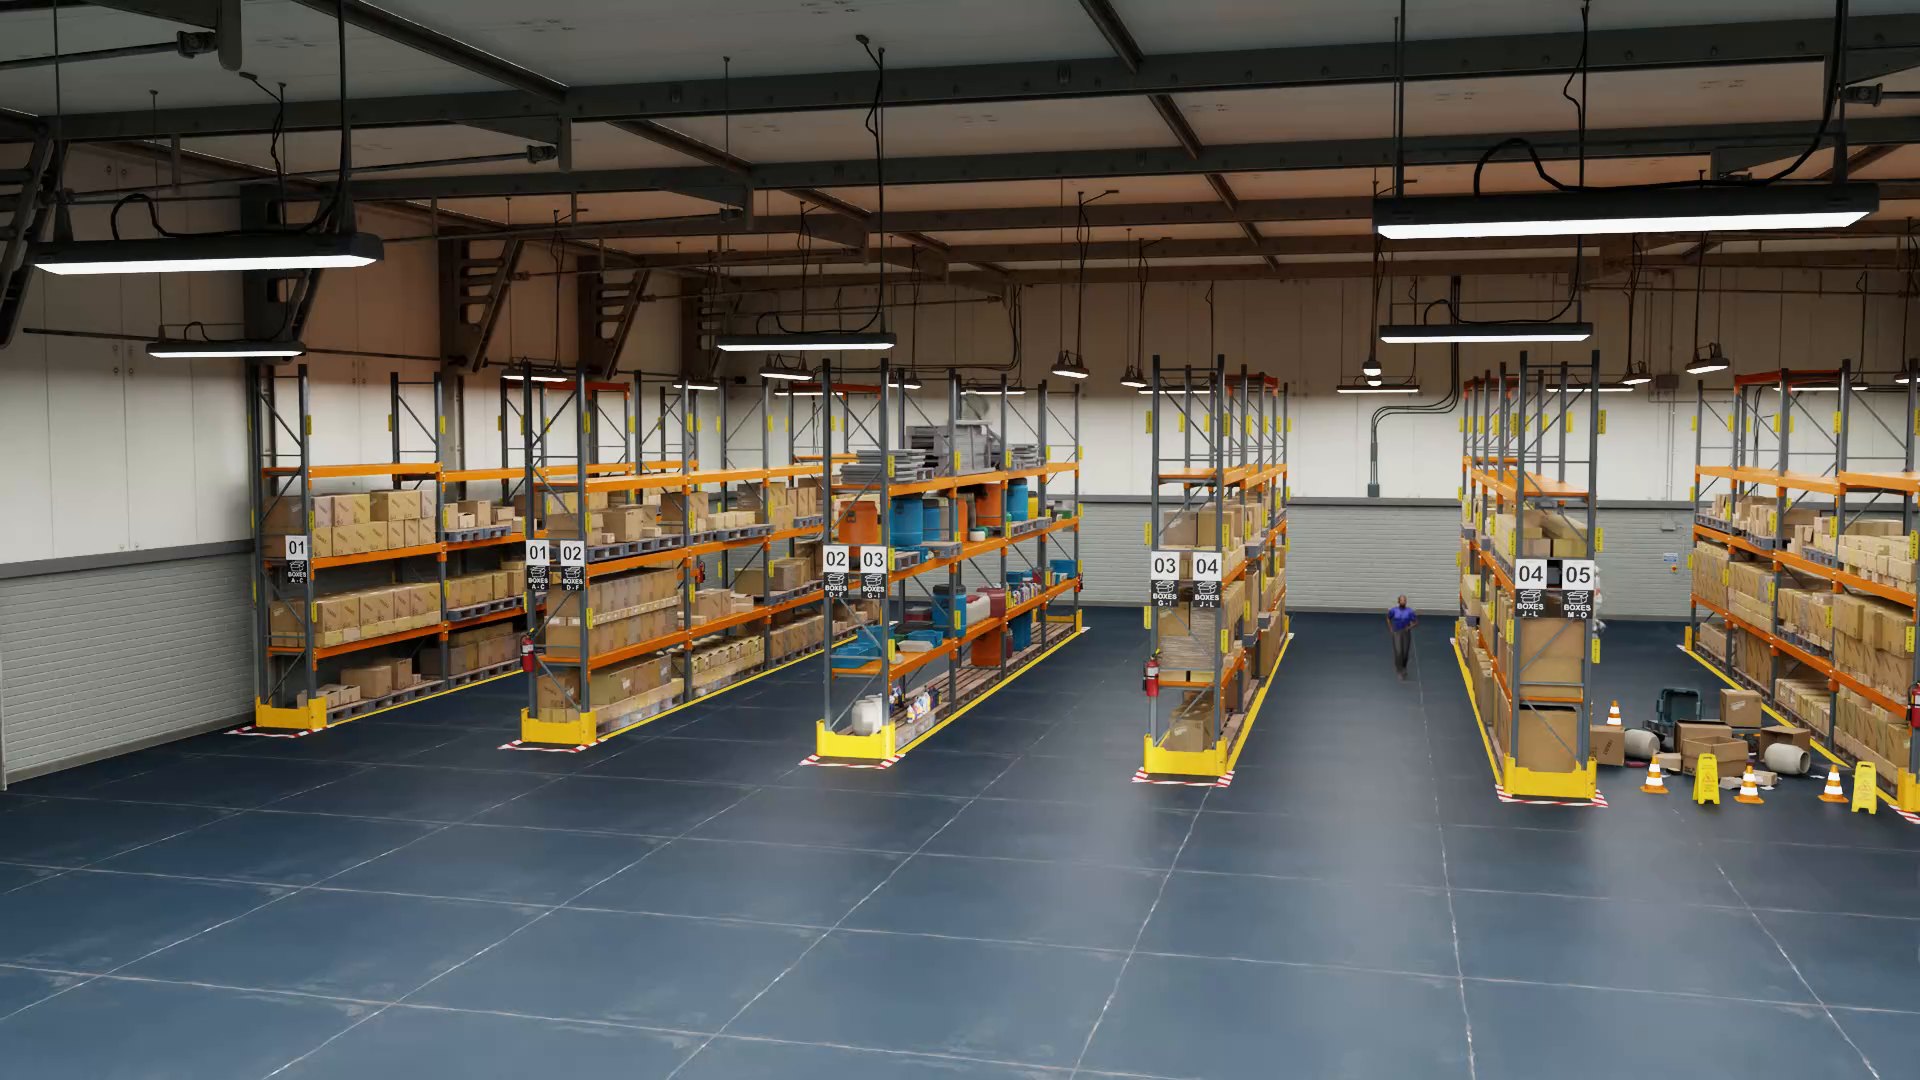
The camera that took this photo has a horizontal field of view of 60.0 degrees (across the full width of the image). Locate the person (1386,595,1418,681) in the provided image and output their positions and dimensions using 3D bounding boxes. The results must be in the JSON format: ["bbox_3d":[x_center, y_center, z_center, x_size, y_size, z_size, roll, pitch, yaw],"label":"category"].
[{"bbox_3d":[8.715,1.907,32.813,0.582,1.657,0.835,1,4,12],"label":"person"}]

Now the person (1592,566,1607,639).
[{"bbox_3d":[14.737,1.468,38.661,0.632,1.752,0.644,1,4,16],"label":"person"}]
